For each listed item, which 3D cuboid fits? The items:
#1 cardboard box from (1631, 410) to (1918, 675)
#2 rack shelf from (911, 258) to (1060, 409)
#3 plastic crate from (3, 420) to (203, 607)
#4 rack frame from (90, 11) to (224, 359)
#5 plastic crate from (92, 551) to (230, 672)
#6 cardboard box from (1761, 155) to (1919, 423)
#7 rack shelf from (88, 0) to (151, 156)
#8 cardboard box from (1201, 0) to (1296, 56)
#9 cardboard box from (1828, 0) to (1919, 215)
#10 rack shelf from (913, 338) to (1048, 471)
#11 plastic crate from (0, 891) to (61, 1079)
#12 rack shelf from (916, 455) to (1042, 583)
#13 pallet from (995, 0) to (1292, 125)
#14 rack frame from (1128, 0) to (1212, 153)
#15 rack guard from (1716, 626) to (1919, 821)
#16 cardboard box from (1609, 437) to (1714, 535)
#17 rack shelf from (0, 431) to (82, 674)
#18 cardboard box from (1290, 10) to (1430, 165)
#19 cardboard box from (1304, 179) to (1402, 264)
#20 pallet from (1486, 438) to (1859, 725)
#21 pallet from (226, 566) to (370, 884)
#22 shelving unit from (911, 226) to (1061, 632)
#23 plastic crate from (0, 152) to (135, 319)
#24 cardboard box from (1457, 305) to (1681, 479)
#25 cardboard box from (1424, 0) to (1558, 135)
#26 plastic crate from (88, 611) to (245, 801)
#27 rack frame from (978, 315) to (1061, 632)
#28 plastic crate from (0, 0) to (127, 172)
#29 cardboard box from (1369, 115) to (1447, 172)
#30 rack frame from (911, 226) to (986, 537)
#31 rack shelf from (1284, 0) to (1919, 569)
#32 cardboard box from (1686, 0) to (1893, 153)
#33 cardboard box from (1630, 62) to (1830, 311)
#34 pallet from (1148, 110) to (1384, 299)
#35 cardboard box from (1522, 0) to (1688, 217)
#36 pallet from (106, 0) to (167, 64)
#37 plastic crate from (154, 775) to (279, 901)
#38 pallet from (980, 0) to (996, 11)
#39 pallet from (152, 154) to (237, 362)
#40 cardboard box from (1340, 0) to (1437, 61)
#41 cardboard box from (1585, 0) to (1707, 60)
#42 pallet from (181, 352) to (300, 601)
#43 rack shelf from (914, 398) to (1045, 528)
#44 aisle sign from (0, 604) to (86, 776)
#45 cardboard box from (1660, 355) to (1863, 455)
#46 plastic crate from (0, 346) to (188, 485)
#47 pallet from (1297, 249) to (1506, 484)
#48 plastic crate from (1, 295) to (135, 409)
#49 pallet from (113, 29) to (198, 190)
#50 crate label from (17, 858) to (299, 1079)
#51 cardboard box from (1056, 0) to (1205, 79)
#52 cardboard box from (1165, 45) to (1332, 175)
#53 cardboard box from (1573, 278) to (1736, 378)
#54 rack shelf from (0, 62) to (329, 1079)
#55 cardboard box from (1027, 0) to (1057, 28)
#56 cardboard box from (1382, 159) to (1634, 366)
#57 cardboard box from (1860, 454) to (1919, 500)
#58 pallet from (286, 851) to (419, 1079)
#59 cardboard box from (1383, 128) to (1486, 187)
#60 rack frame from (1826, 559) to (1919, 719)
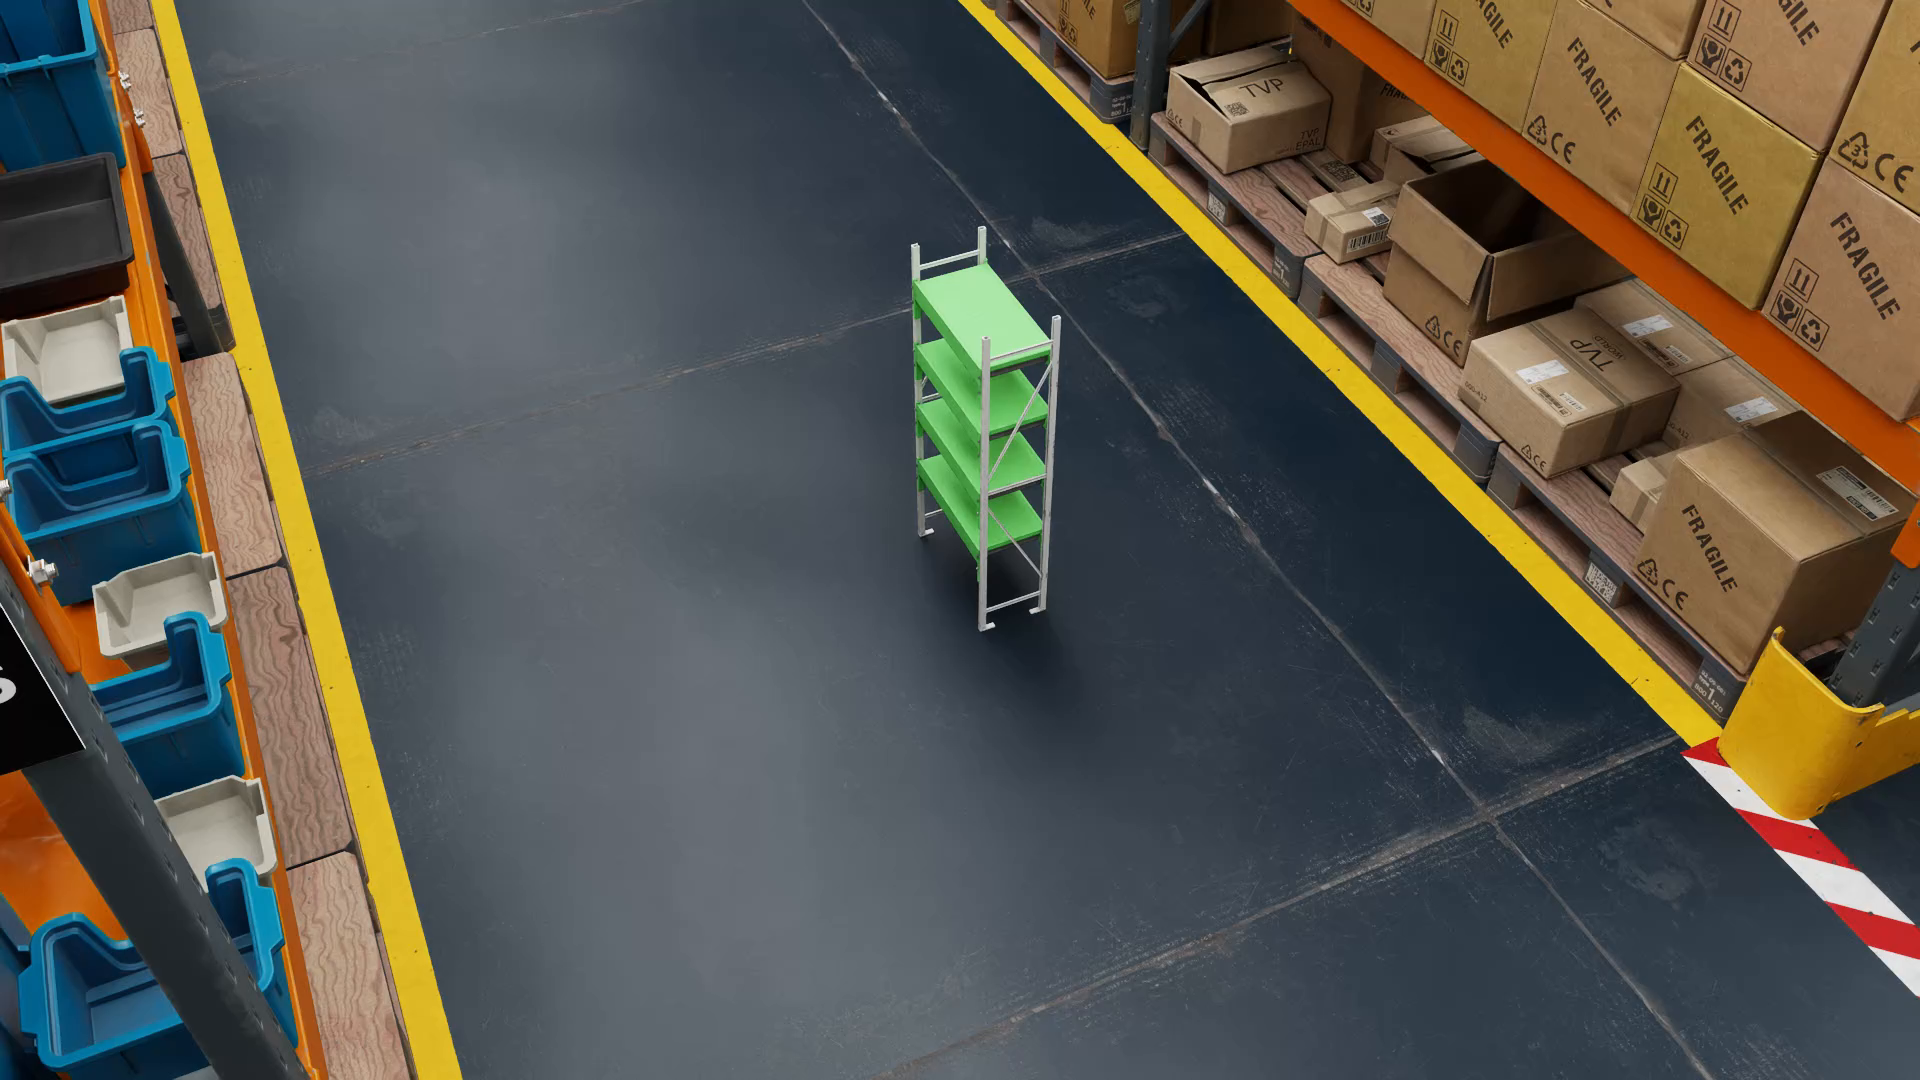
[{"bbox_3d":[2.481,0.002,5.078,0.500,0.500,0.500,-18,47,-17],"label":"cardboard box"},{"bbox_3d":[0.070,-0.618,4.929,0.258,0.148,0.480,-18,47,-17],"label":"rack shelf"},{"bbox_3d":[-1.922,-0.052,3.744,0.416,0.233,0.300,-18,47,-17],"label":"plastic crate"},{"bbox_3d":[-3.245,-1.546,5.181,1.000,3.000,0.127,-18,47,-17],"label":"rack frame"},{"bbox_3d":[-1.713,0.160,3.597,0.250,0.136,0.298,-18,47,-17],"label":"plastic crate"},{"bbox_3d":[2.498,-0.698,4.250,0.500,0.500,0.500,-17,47,-16],"label":"cardboard box"},{"bbox_3d":[-4.086,-2.564,6.725,1.077,0.370,4.000,-18,47,-17],"label":"rack shelf"},{"bbox_3d":[1.269,-2.653,7.770,0.500,0.500,0.500,-20,48,-19],"label":"cardboard box"},{"bbox_3d":[2.496,-1.051,3.896,0.500,0.500,0.500,-18,48,-18],"label":"cardboard box"},{"bbox_3d":[0.070,-0.447,5.098,0.258,0.148,0.480,-18,47,-17],"label":"rack shelf"},{"bbox_3d":[-1.873,0.811,2.724,0.616,0.435,0.499,-18,47,-17],"label":"plastic crate"},{"bbox_3d":[0.070,-0.105,5.435,0.258,0.148,0.480,-18,47,-17],"label":"rack shelf"},{"bbox_3d":[0.875,-2.521,8.154,1.003,0.211,1.213,-18,47,-17],"label":"pallet"},{"bbox_3d":[1.251,-3.006,6.661,1.000,3.000,0.127,-18,47,-17],"label":"rack frame"},{"bbox_3d":[2.901,0.384,5.005,1.175,0.500,0.348,-18,47,-17],"label":"rack guard"},{"bbox_3d":[2.392,-0.164,5.484,0.380,0.166,0.250,-18,47,-17],"label":"cardboard box"},{"bbox_3d":[-2.404,-1.083,3.088,1.077,0.370,4.000,-18,47,-17],"label":"rack shelf"},{"bbox_3d":[1.748,-1.994,7.101,0.500,0.500,0.500,-18,47,-17],"label":"cardboard box"},{"bbox_3d":[1.604,-1.275,6.610,0.380,0.166,0.250,-18,47,-17],"label":"cardboard box"},{"bbox_3d":[2.565,-0.021,5.621,1.003,0.211,1.213,-18,47,-17],"label":"pallet"},{"bbox_3d":[-2.384,0.683,4.908,1.003,0.211,1.213,-18,47,-17],"label":"pallet"},{"bbox_3d":[0.070,-0.322,5.222,0.258,1.200,0.503,-18,47,-17],"label":"shelving unit"},{"bbox_3d":[-2.530,-0.835,4.614,0.437,0.125,0.590,-18,47,-17],"label":"plastic crate"},{"bbox_3d":[2.109,-0.523,5.789,0.500,0.250,0.500,-18,47,-17],"label":"cardboard box"},{"bbox_3d":[1.860,-1.668,5.234,0.500,0.500,0.500,-19,48,-18],"label":"cardboard box"},{"bbox_3d":[-1.645,0.368,3.318,0.416,0.233,0.300,-18,47,-17],"label":"plastic crate"},{"bbox_3d":[0.172,-0.166,5.064,0.240,1.200,0.015,-18,47,-17],"label":"rack frame"},{"bbox_3d":[-2.739,-1.365,4.966,0.392,0.384,0.575,-18,47,-17],"label":"plastic crate"},{"bbox_3d":[1.960,-1.647,7.000,0.380,0.149,0.250,-18,47,-17],"label":"cardboard box"},{"bbox_3d":[-0.033,-0.477,5.379,0.240,1.200,0.015,-18,47,-17],"label":"rack frame"},{"bbox_3d":[2.092,-1.476,5.622,1.077,0.370,4.000,-18,47,-17],"label":"rack shelf"},{"bbox_3d":[2.283,-1.373,4.222,0.500,0.500,0.500,-17,47,-16],"label":"cardboard box"},{"bbox_3d":[2.276,-1.027,4.584,0.500,0.500,0.500,-18,47,-17],"label":"cardboard box"},{"bbox_3d":[1.539,-1.576,7.197,1.003,0.211,1.213,-18,47,-17],"label":"pallet"},{"bbox_3d":[2.071,-1.347,4.908,0.500,0.500,0.500,-18,47,-17],"label":"cardboard box"},{"bbox_3d":[-4.557,-2.612,8.247,1.003,0.211,1.213,-18,47,-17],"label":"pallet"},{"bbox_3d":[-1.428,0.592,3.159,0.250,0.136,0.298,-18,47,-17],"label":"plastic crate"},{"bbox_3d":[0.358,-3.299,8.943,1.003,0.211,1.213,-18,47,-17],"label":"pallet"},{"bbox_3d":[-3.531,-1.057,6.671,1.003,0.211,1.213,-18,47,-17],"label":"pallet"},{"bbox_3d":[1.645,-1.992,5.562,0.500,0.500,0.500,-18,47,-18],"label":"cardboard box"},{"bbox_3d":[2.061,-1.702,4.556,0.500,0.500,0.500,-17,47,-16],"label":"cardboard box"},{"bbox_3d":[-2.900,-0.096,5.697,1.003,0.211,1.213,-18,47,-17],"label":"pallet"},{"bbox_3d":[0.070,-0.276,5.267,0.258,0.148,0.480,-18,47,-17],"label":"rack shelf"},{"bbox_3d":[-1.263,0.036,1.727,0.394,0.787,0.004,-18,47,-17],"label":"aisle sign"},{"bbox_3d":[2.751,-0.384,5.648,0.500,0.250,0.500,-18,47,-17],"label":"cardboard box"},{"bbox_3d":[-2.048,-0.243,3.937,0.416,0.233,0.300,-18,47,-17],"label":"plastic crate"},{"bbox_3d":[2.056,-0.797,6.408,1.003,0.211,1.213,-18,47,-17],"label":"pallet"},{"bbox_3d":[-2.240,-0.452,4.218,0.293,0.136,0.466,-18,47,-17],"label":"plastic crate"},{"bbox_3d":[-4.048,-1.836,7.460,1.003,0.211,1.213,-18,47,-17],"label":"pallet"},{"bbox_3d":[-1.368,0.787,2.893,0.416,0.233,0.303,-18,47,-17],"label":"crate label"},{"bbox_3d":[0.783,-2.503,7.617,0.500,0.500,0.500,-18,47,-18],"label":"cardboard box"},{"bbox_3d":[1.231,-1.874,7.115,0.500,0.311,0.500,-18,47,-17],"label":"cardboard box"},{"bbox_3d":[2.541,-0.702,5.971,0.500,0.250,0.500,-18,47,-17],"label":"cardboard box"},{"bbox_3d":[-2.404,-0.015,4.142,1.077,0.370,4.000,-18,47,-17],"label":"rack shelf"},{"bbox_3d":[0.583,-2.820,7.939,0.500,0.500,0.500,-18,47,-17],"label":"cardboard box"},{"bbox_3d":[2.046,-1.078,6.171,0.797,0.503,0.637,-18,47,-17],"label":"cardboard box"},{"bbox_3d":[2.964,-0.133,5.453,0.380,0.166,0.250,-18,47,-17],"label":"cardboard box"},{"bbox_3d":[-1.874,1.459,4.121,1.003,0.211,1.213,-18,47,-17],"label":"pallet"},{"bbox_3d":[2.063,-1.448,6.683,0.500,0.311,0.500,-18,47,-17],"label":"cardboard box"},{"bbox_3d":[2.933,-0.457,4.078,1.000,3.000,0.127,-18,47,-17],"label":"rack frame"}]
